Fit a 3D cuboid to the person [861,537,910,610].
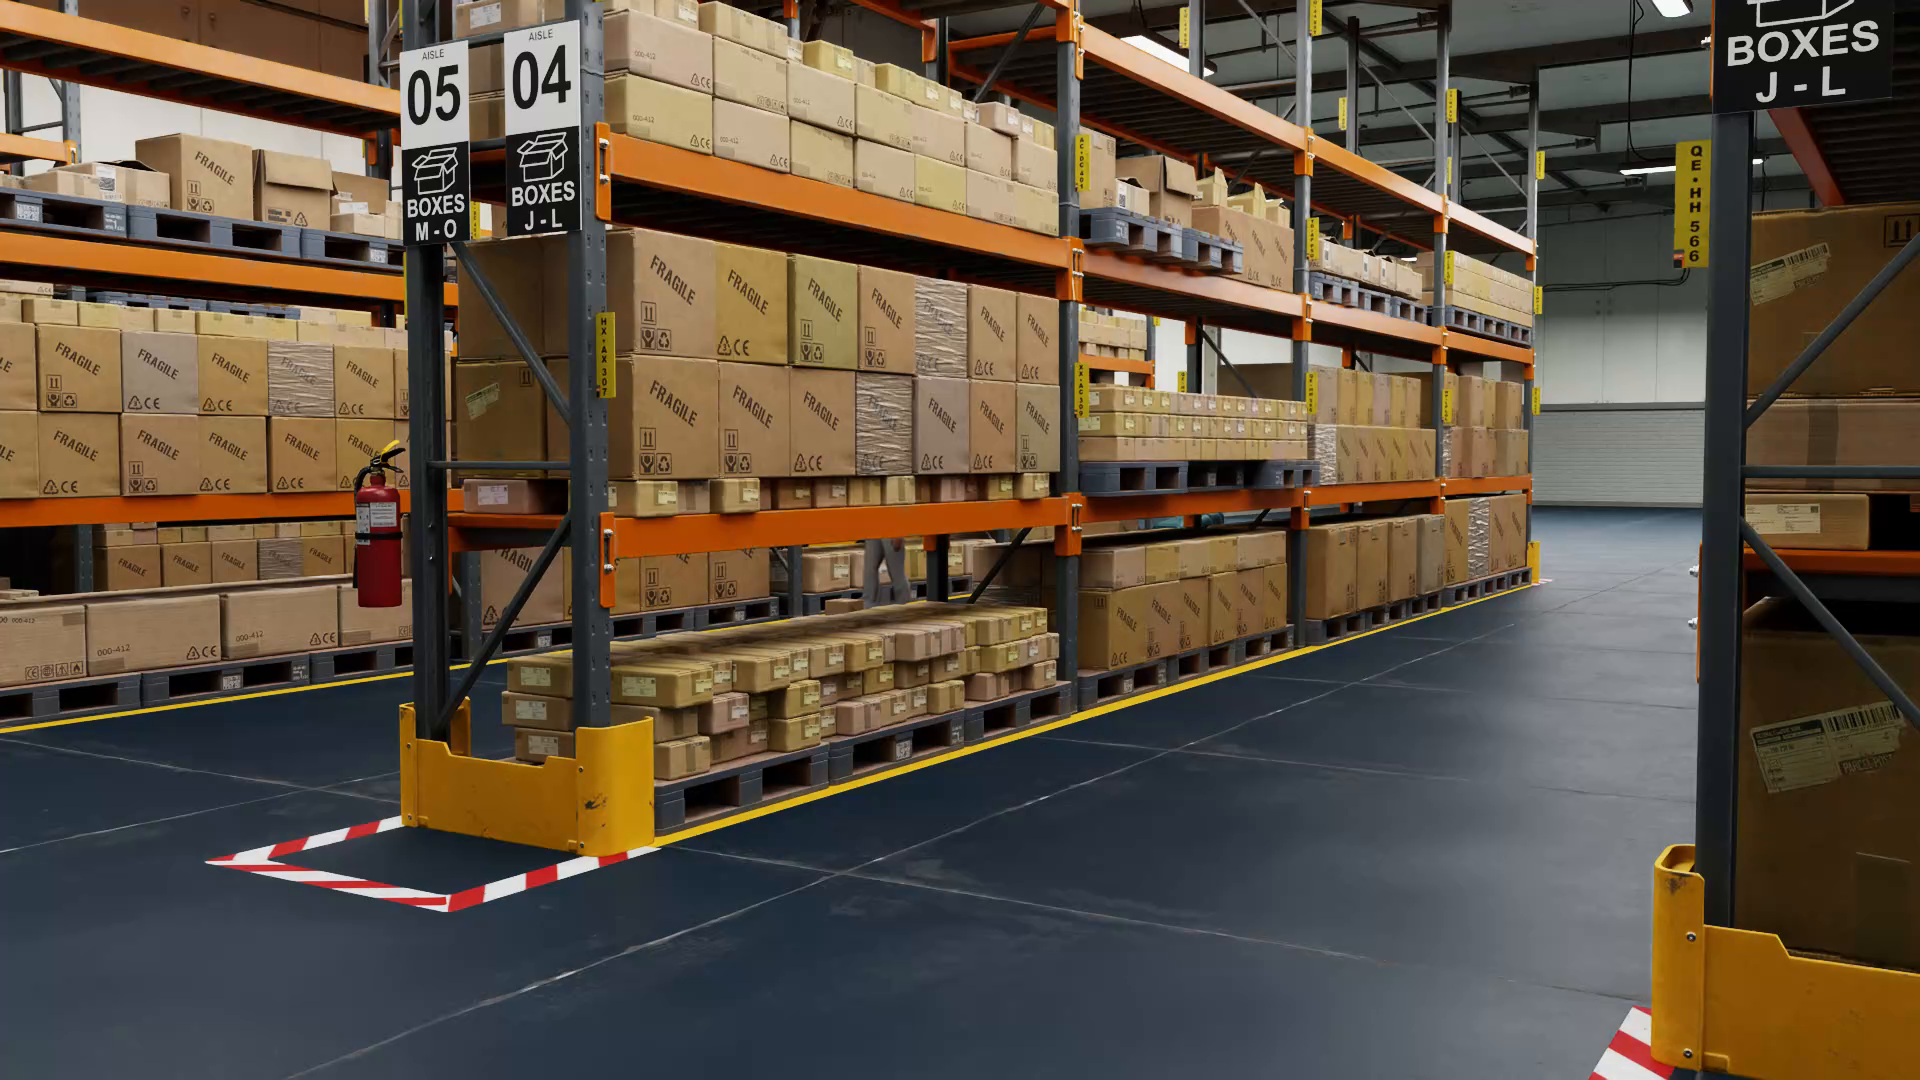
[{"bbox_3d":[-0.743,-0.071,15.210,0.549,1.674,0.451,-2,4,-38],"label":"person"}]
